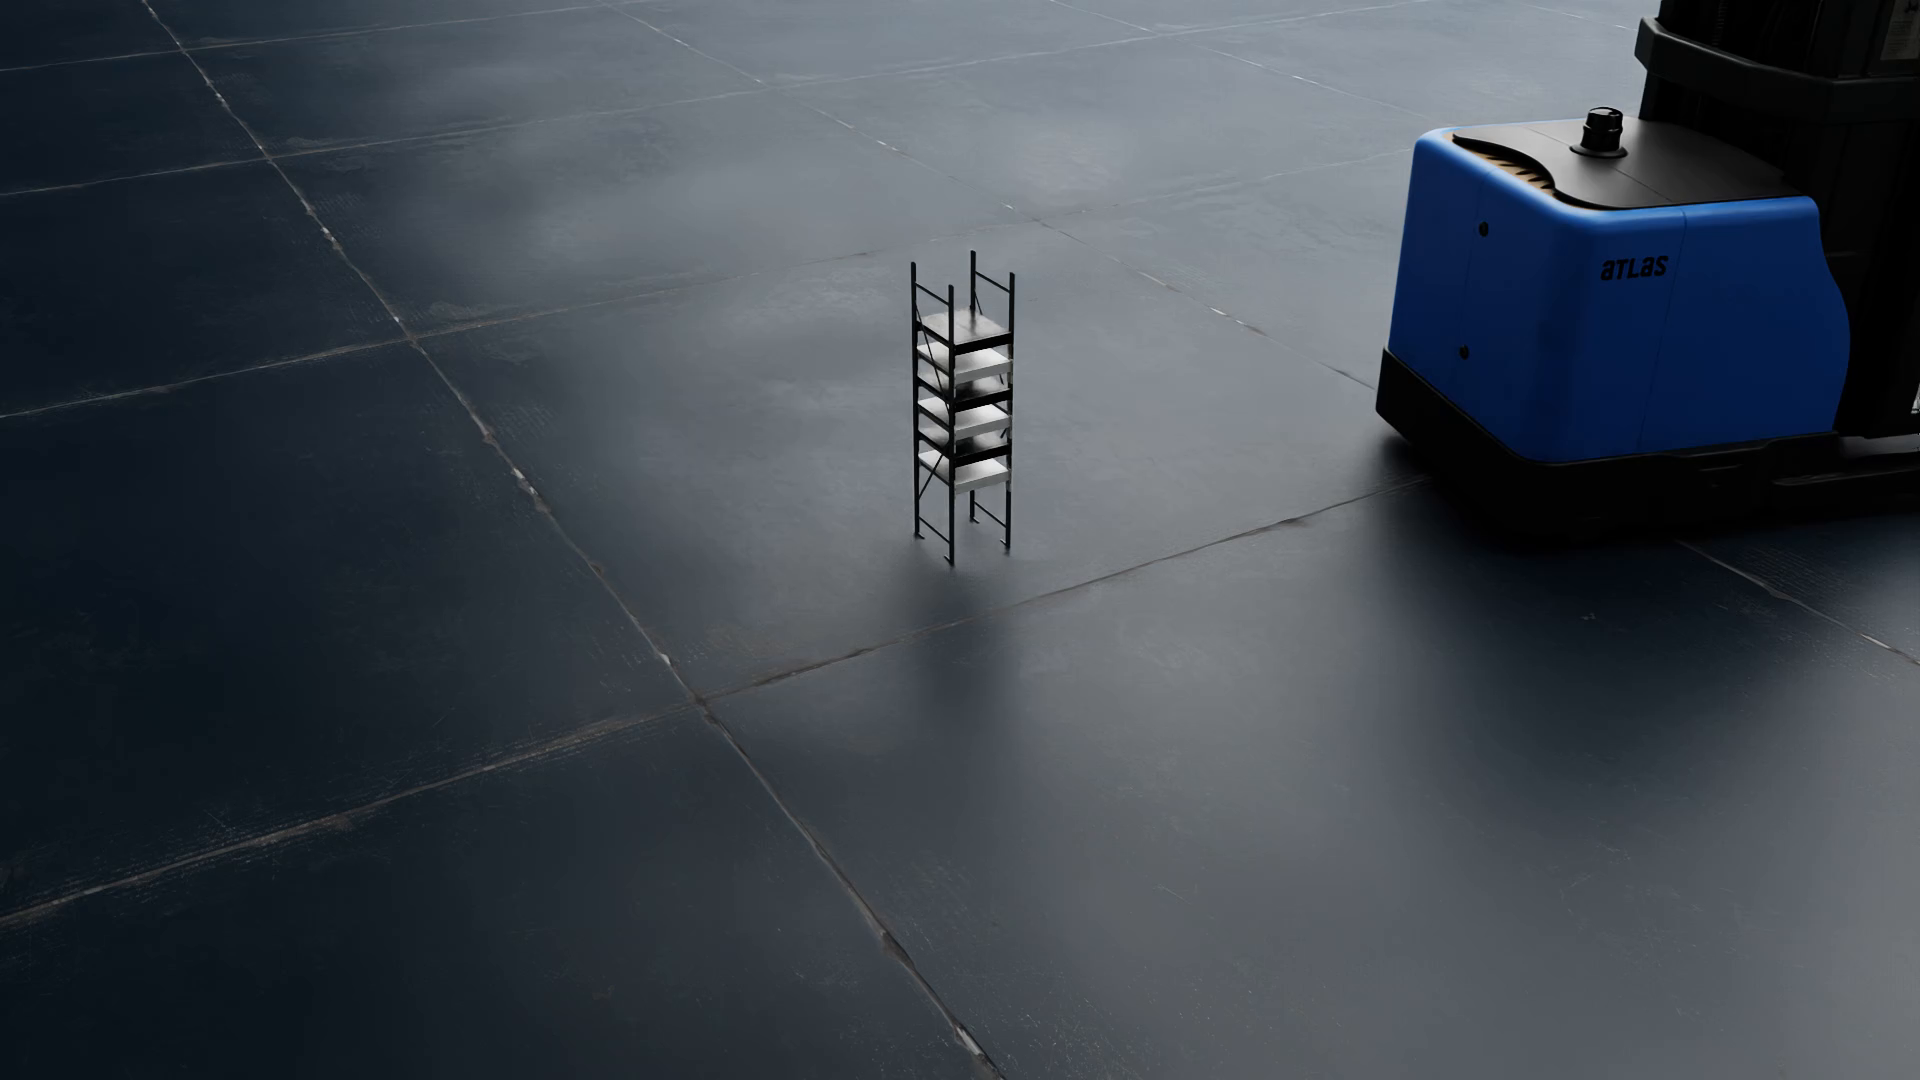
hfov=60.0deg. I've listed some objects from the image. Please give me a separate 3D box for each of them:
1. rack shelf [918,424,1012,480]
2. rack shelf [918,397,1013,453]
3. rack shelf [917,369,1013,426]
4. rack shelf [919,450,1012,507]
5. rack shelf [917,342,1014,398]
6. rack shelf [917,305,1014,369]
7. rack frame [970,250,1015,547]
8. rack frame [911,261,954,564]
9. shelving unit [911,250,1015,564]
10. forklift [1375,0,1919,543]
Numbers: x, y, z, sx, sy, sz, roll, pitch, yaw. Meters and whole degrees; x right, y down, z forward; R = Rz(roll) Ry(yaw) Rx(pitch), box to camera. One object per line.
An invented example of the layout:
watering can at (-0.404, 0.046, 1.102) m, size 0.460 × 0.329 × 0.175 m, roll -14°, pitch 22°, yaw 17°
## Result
rack shelf at (0.007, -0.288, 5.096) m, size 0.200 × 0.077 × 0.258 m, roll -16°, pitch 33°, yaw -26°
rack shelf at (0.007, -0.367, 5.052) m, size 0.200 × 0.077 × 0.258 m, roll -16°, pitch 33°, yaw -26°
rack shelf at (0.007, -0.446, 5.009) m, size 0.200 × 0.077 × 0.258 m, roll -16°, pitch 33°, yaw -26°
rack shelf at (0.007, -0.209, 5.139) m, size 0.200 × 0.077 × 0.258 m, roll -16°, pitch 33°, yaw -26°
rack shelf at (0.007, -0.524, 4.965) m, size 0.200 × 0.077 × 0.258 m, roll -16°, pitch 33°, yaw -26°
rack shelf at (0.007, -0.603, 4.922) m, size 0.200 × 0.077 × 0.258 m, roll -16°, pitch 33°, yaw -26°
rack frame at (0.095, -0.421, 5.081) m, size 0.006 × 0.900 × 0.240 m, roll -16°, pitch 33°, yaw -26°
rack frame at (-0.081, -0.371, 4.991) m, size 0.006 × 0.900 × 0.240 m, roll -16°, pitch 33°, yaw -26°
shelving unit at (0.007, -0.396, 5.036) m, size 0.210 × 0.900 × 0.258 m, roll -16°, pitch 33°, yaw -26°
forklift at (3.057, -1.644, 5.195) m, size 3.031 × 2.935 × 1.130 m, roll -7°, pitch 30°, yaw -12°
